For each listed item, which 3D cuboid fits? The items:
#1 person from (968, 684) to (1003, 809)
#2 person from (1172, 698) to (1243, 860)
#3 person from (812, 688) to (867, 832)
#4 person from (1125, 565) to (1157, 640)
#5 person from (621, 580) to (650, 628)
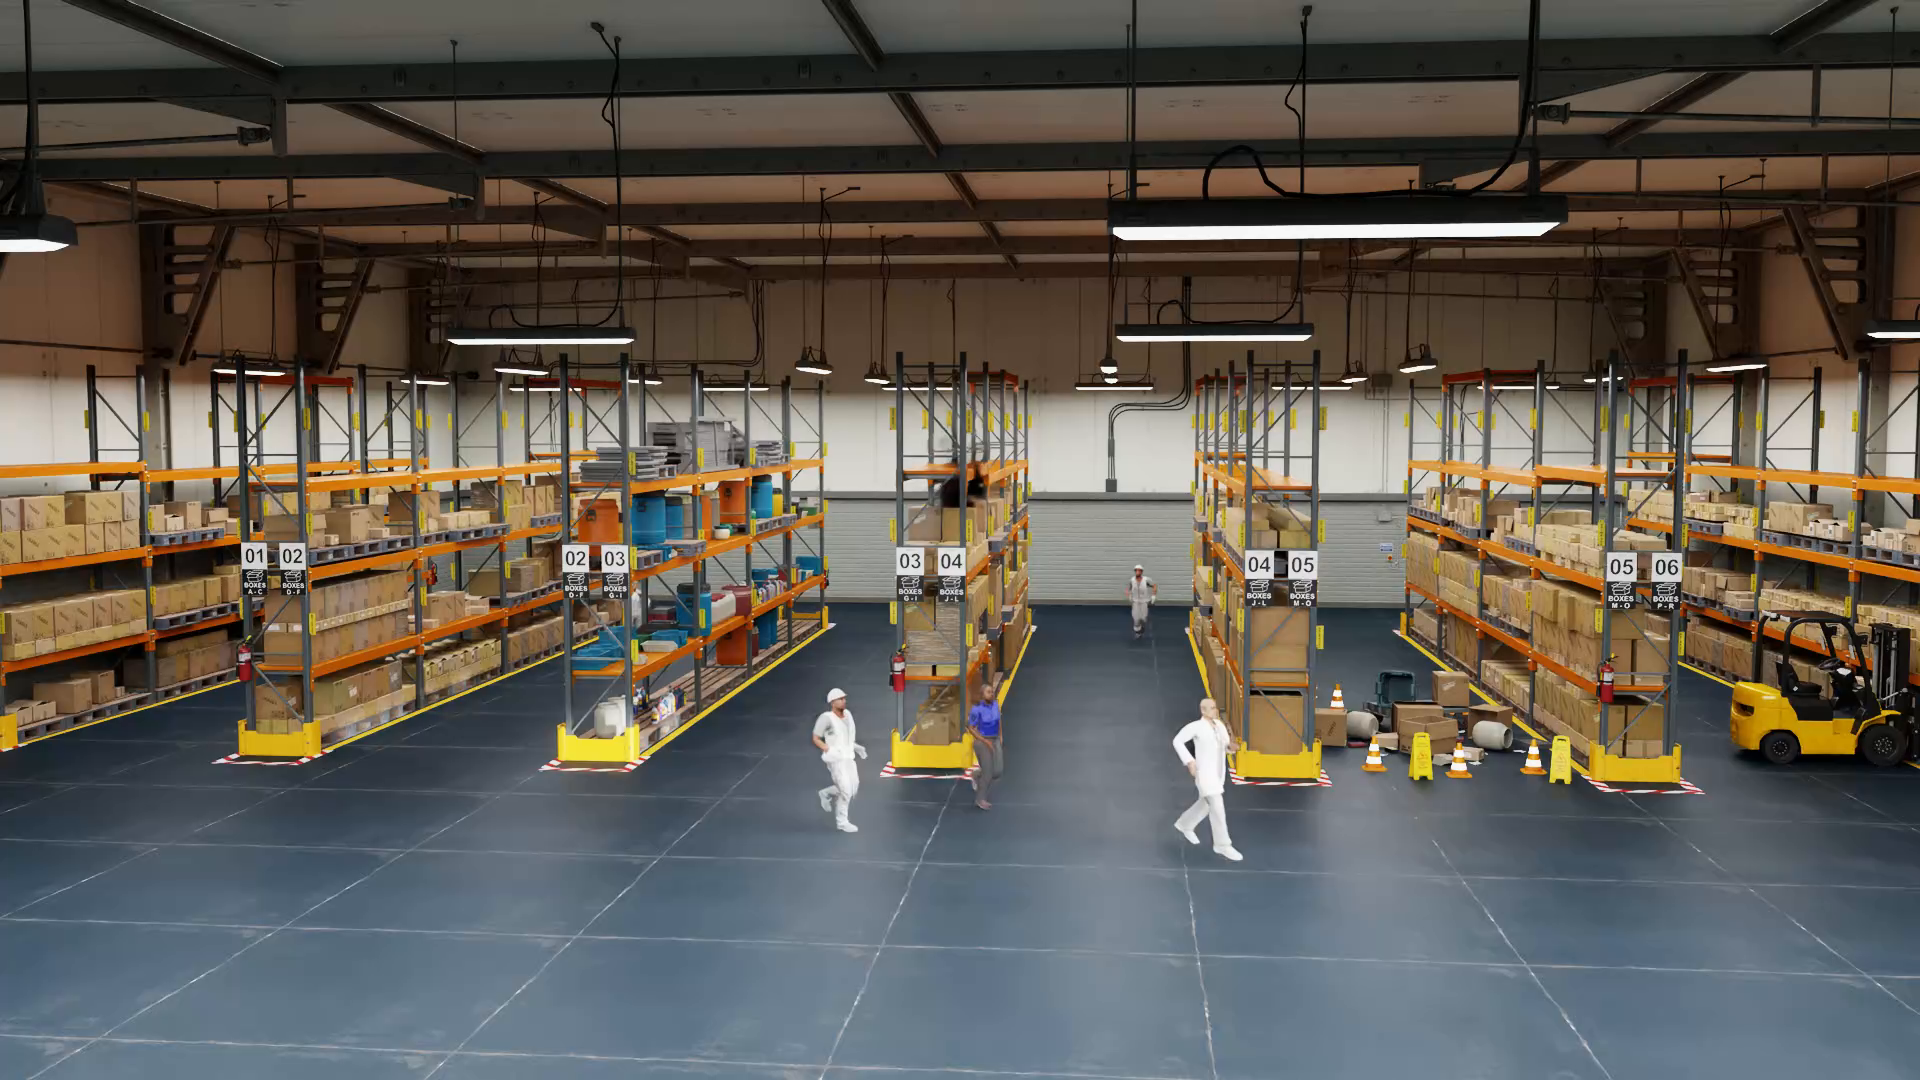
[{"bbox_3d":[0.330,2.670,21.651,0.592,1.624,0.629,-3,5,-40],"label":"person"},{"bbox_3d":[2.876,2.720,19.228,1.038,1.786,0.696,4,6,44],"label":"person"},{"bbox_3d":[-1.533,2.689,20.439,0.663,1.743,0.682,3,5,34],"label":"person"},{"bbox_3d":[4.103,1.440,37.952,0.670,1.738,0.656,1,4,14],"label":"person"},{"bbox_3d":[-6.921,1.648,35.410,0.595,1.719,0.657,0,4,-2],"label":"person"}]
